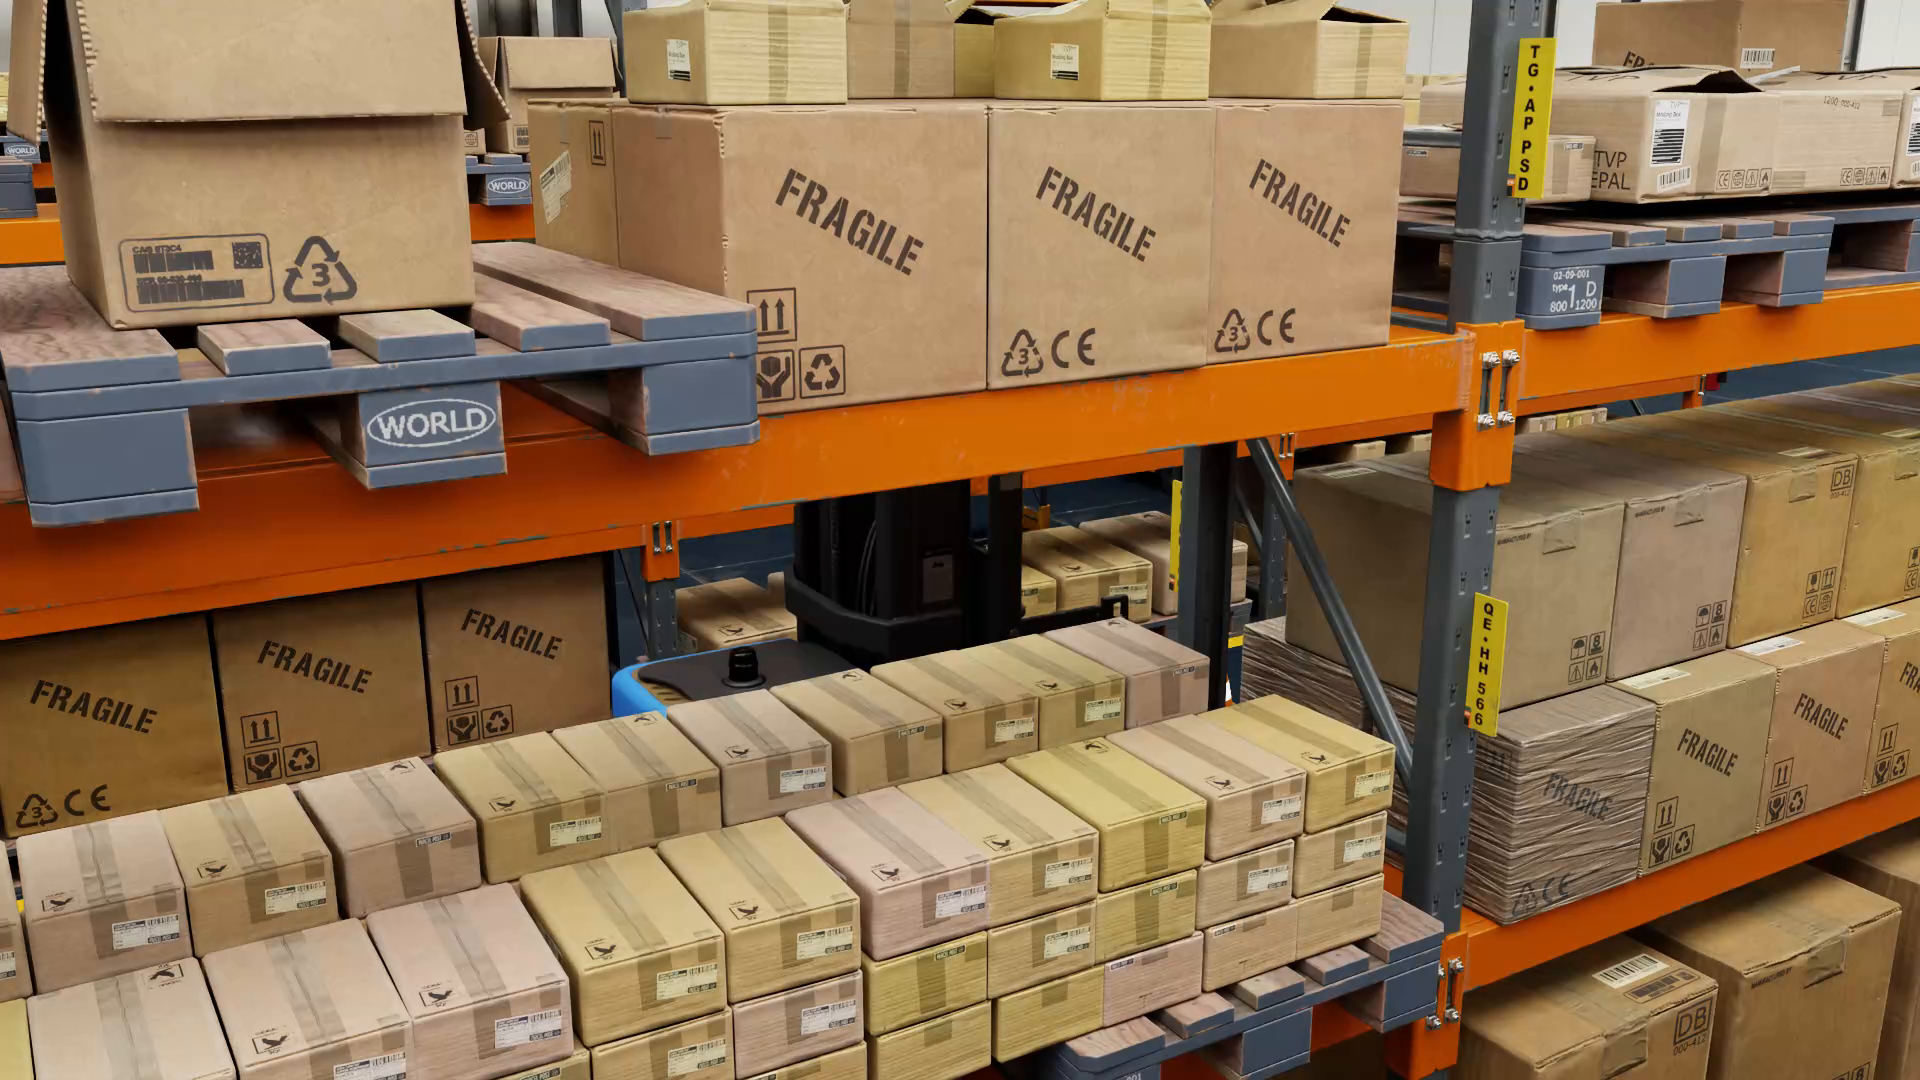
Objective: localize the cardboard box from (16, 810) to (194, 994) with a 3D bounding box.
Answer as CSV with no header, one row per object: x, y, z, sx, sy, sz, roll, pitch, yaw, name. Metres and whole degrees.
-1.588,0.661,3.081,0.250,0.149,0.380,-9,18,-30,cardboard box

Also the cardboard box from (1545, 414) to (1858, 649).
2.181,-0.049,4.990,0.500,0.500,0.700,-10,18,-31,cardboard box

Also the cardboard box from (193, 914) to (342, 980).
-1.374,0.768,3.250,0.250,0.149,0.380,-10,19,-33,cardboard box

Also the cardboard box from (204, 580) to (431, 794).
-3.118,0.572,7.969,0.875,0.875,0.875,-9,18,-29,cardboard box

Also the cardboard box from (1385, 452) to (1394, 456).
2.810,-0.340,10.994,0.500,0.500,0.500,-8,18,-27,cardboard box

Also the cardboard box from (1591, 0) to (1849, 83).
2.266,-1.366,5.021,0.500,0.500,0.500,-9,18,-30,cardboard box

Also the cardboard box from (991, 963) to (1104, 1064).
0.084,0.880,3.399,0.250,0.149,0.380,-9,18,-30,cardboard box

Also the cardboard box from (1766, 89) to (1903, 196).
2.083,-1.059,4.387,0.500,0.250,0.500,-9,18,-28,cardboard box

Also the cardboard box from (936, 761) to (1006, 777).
-0.056,0.555,4.008,0.250,0.149,0.380,-10,18,-31,cardboard box

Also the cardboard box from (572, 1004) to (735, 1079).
-0.595,0.848,2.963,0.250,0.149,0.380,-10,18,-31,cardboard box

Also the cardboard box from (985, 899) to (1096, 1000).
0.064,0.742,3.343,0.250,0.149,0.380,-9,18,-30,cardboard box

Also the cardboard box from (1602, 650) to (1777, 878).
1.878,0.563,4.657,0.500,0.500,0.500,-9,18,-30,cardboard box

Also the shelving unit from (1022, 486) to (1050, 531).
0.065,-0.733,12.245,1.083,1.500,0.587,-9,18,-30,shelving unit

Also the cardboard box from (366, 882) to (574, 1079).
-0.827,0.743,2.787,0.250,0.149,0.380,-8,18,-28,cardboard box

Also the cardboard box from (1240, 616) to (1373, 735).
1.168,0.510,4.848,0.500,0.500,0.500,-9,18,-30,cardboard box

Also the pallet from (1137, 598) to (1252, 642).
1.046,0.447,10.425,1.213,0.211,1.003,-9,18,-30,pallet

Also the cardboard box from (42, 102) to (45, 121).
-5.939,-2.783,10.726,0.250,0.149,0.380,-9,18,-28,cardboard box

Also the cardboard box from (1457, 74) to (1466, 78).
3.015,-2.834,10.393,0.250,0.149,0.380,-10,18,-32,cardboard box

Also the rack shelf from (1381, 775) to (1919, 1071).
2.634,0.751,5.505,4.000,0.370,1.077,-9,18,-30,rack shelf

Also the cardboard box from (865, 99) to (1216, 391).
0.139,-0.599,3.246,0.500,0.500,0.500,-9,18,-30,cardboard box

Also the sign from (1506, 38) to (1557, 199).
1.198,-0.885,3.493,0.005,0.325,0.100,-9,18,-30,sign

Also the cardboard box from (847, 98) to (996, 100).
-0.132,-0.721,3.681,0.500,0.500,0.500,-9,18,-30,cardboard box

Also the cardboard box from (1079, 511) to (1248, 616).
1.264,0.132,10.471,0.625,0.372,0.950,-9,18,-29,cardboard box

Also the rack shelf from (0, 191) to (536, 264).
-3.430,-1.268,7.152,4.000,0.370,1.077,-9,18,-30,rack shelf

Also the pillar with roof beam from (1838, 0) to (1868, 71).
14.024,-6.381,18.500,0.400,9.000,9.100,-9,18,-30,pillar with roof beam

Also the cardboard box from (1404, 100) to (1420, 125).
2.668,-2.591,10.266,0.500,0.250,0.500,-9,18,-30,cardboard box

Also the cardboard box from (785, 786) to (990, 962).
-0.142,0.630,3.189,0.250,0.149,0.380,-9,18,-30,cardboard box

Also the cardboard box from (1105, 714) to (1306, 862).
0.519,0.524,3.569,0.250,0.149,0.380,-9,18,-30,cardboard box

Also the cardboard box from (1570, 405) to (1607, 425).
4.309,-0.874,11.695,0.250,0.149,0.380,-9,18,-28,cardboard box

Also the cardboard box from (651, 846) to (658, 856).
-0.701,0.658,3.640,0.250,0.149,0.380,-9,18,-30,cardboard box

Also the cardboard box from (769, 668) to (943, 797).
-0.245,0.442,3.860,0.250,0.149,0.380,-10,19,-32,cardboard box

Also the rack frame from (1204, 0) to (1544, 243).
0.920,-2.206,3.607,0.127,3.000,1.000,-9,18,-30,rack frame

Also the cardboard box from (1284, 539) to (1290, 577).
2.357,0.098,10.820,0.500,0.250,0.500,-10,19,-32,cardboard box

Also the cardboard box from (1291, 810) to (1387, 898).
0.731,0.632,3.733,0.250,0.149,0.380,-9,18,-29,cardboard box

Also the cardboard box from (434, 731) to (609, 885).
-0.918,0.551,3.470,0.250,0.149,0.380,-10,18,-30,cardboard box

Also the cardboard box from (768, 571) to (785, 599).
-0.598,0.434,9.394,0.625,0.372,0.950,-10,18,-31,cardboard box

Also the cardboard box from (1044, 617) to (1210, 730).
0.420,0.335,4.242,0.250,0.149,0.380,-9,18,-30,cardboard box

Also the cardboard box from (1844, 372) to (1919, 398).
3.486,-0.260,5.744,0.500,0.500,0.700,-10,18,-31,cardboard box

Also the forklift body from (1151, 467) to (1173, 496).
1.896,-1.614,14.183,1.214,2.155,2.313,-9,18,-30,forklift body

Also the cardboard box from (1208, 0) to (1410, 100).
0.707,-1.062,3.480,0.258,0.266,0.396,-9,18,-30,cardboard box

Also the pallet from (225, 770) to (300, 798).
-3.475,1.155,7.898,1.213,0.211,1.003,-9,18,-30,pallet

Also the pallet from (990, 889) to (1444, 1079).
0.364,0.899,4.001,1.003,0.211,1.213,-9,18,-30,pallet

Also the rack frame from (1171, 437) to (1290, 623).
1.713,-1.004,10.435,0.127,3.000,1.000,-9,18,-30,rack frame

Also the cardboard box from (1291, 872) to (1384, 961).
0.734,0.777,3.770,0.250,0.149,0.380,-9,18,-29,cardboard box

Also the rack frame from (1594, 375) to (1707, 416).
5.141,-1.560,12.419,0.127,3.000,1.000,-9,18,-30,rack frame

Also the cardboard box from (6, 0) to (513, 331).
-1.117,-0.642,2.615,0.637,0.503,0.797,-9,18,-30,cardboard box

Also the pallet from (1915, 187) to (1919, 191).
3.588,-1.086,5.526,1.217,0.209,0.805,-10,19,-32,pallet

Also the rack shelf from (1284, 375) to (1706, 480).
3.427,-0.936,11.524,4.000,0.370,1.077,-9,18,-30,rack shelf

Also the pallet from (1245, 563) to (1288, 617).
2.270,0.237,11.174,1.213,0.211,1.003,-9,18,-30,pallet

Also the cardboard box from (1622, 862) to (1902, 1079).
2.236,1.378,5.327,0.750,0.750,1.050,-9,18,-29,cardboard box

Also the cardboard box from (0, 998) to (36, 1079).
-1.477,0.848,2.414,0.250,0.149,0.380,-9,18,-29,cardboard box

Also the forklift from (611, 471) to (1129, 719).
0.135,0.042,6.828,3.031,2.935,1.130,-9,18,-29,forklift
